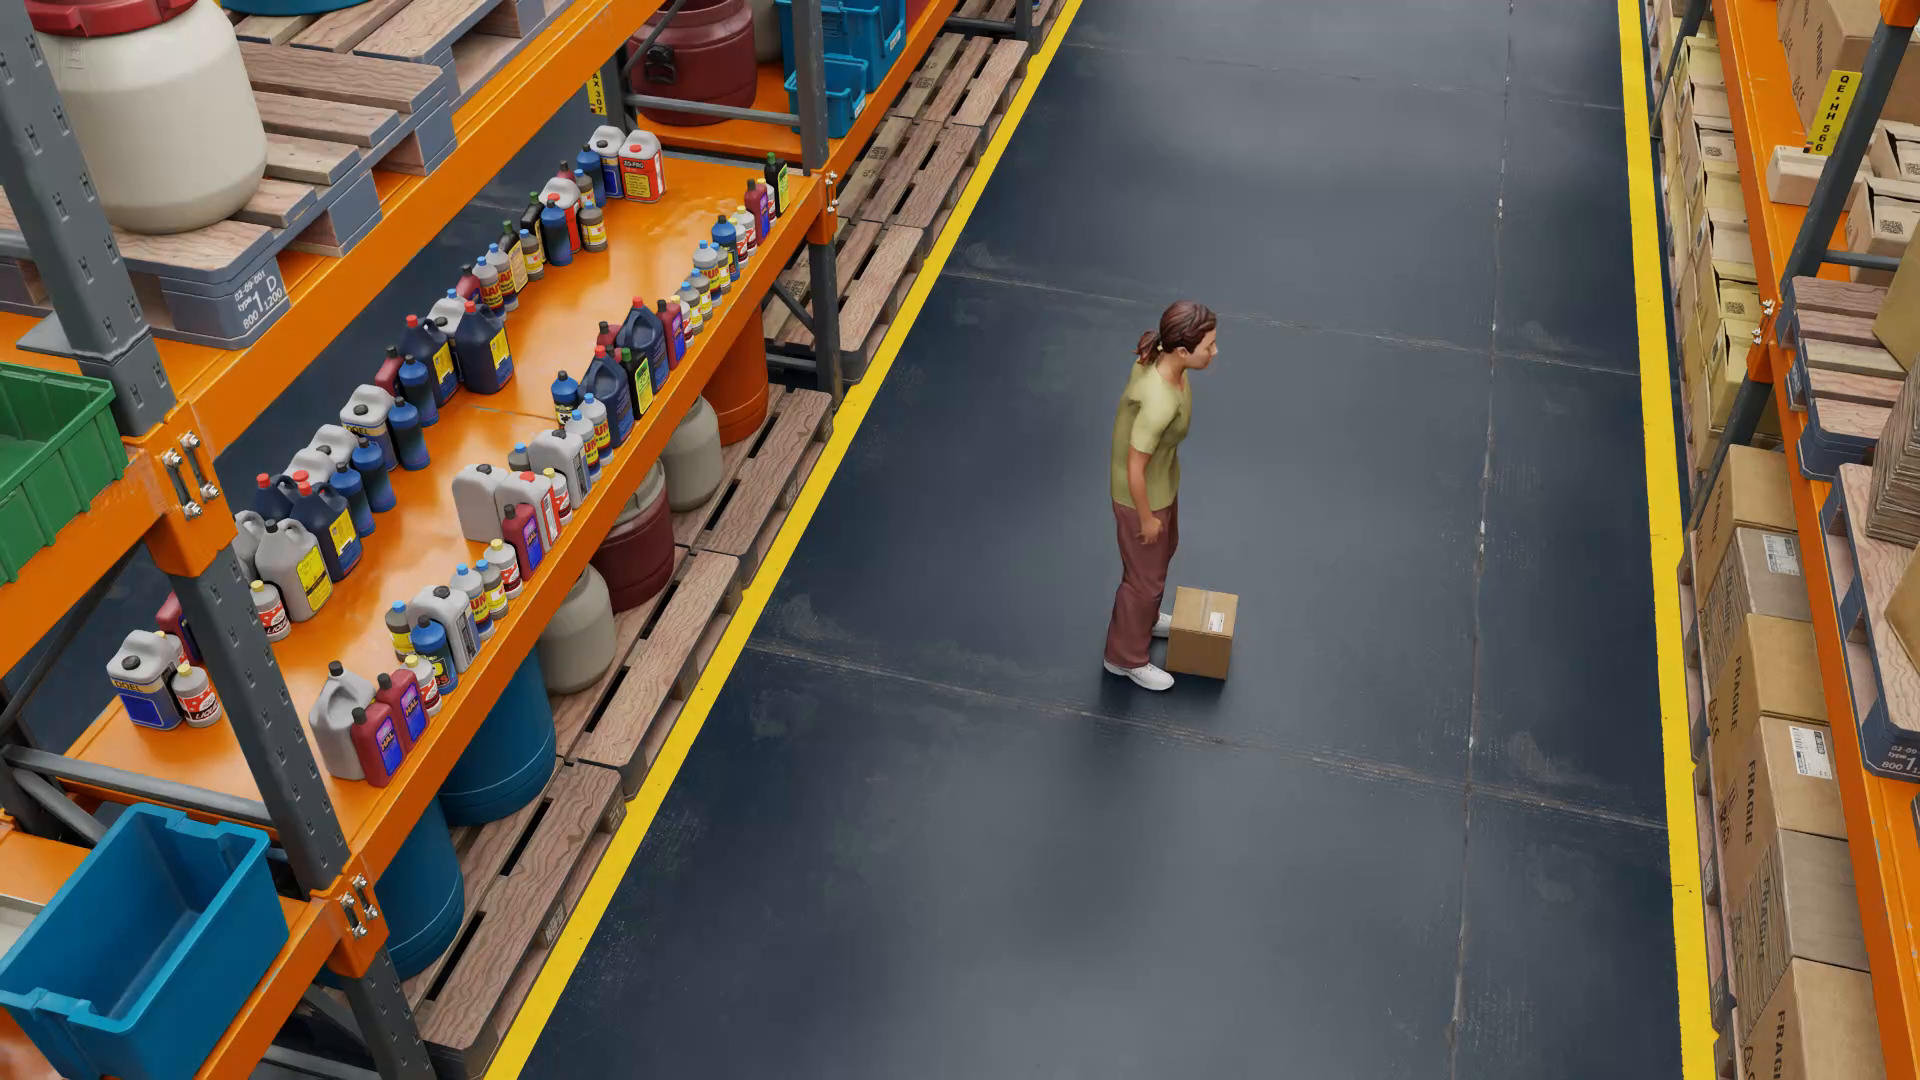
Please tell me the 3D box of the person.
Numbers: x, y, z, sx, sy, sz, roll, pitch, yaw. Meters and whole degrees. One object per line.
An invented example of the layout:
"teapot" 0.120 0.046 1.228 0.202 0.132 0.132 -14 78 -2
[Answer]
"person" 0.748 -0.192 6.380 0.351 1.672 0.507 9 42 10
